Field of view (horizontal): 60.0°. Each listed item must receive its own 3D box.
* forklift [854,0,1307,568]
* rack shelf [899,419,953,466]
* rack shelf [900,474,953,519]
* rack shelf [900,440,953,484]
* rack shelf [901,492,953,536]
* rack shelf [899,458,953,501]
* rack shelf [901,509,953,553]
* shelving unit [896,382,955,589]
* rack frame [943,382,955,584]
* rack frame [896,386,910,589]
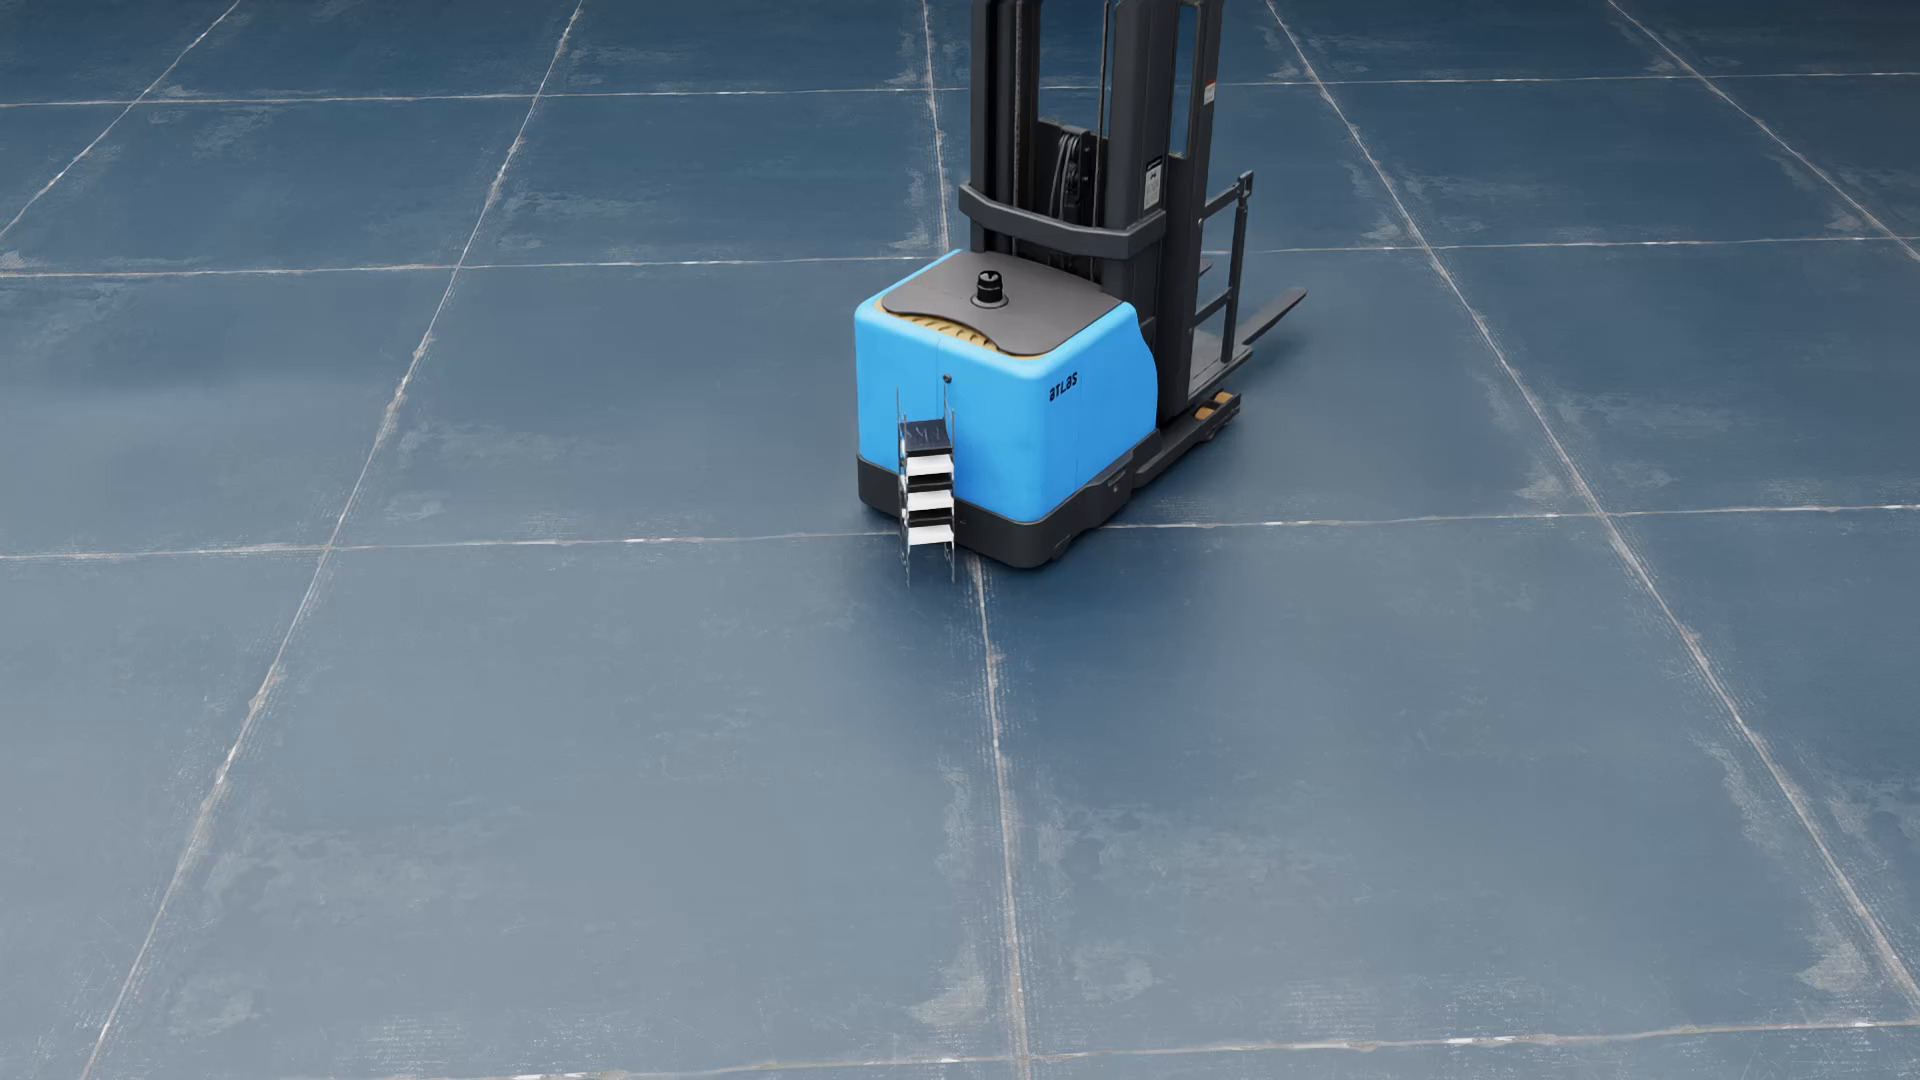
[{"bbox_3d":[0.797,-1.864,7.868,1.130,2.935,3.031,23,41,29],"label":"forklift"},{"bbox_3d":[-0.149,-0.425,7.157,0.200,0.077,0.258,-6,35,-8],"label":"rack shelf"},{"bbox_3d":[-0.149,-0.203,7.311,0.200,0.077,0.258,-6,35,-8],"label":"rack shelf"},{"bbox_3d":[-0.149,-0.351,7.208,0.200,0.077,0.258,-6,35,-8],"label":"rack shelf"},{"bbox_3d":[-0.149,-0.129,7.362,0.200,0.077,0.258,-6,35,-8],"label":"rack shelf"},{"bbox_3d":[-0.149,-0.277,7.259,0.200,0.077,0.258,-6,35,-8],"label":"rack shelf"},{"bbox_3d":[-0.149,-0.055,7.413,0.200,0.077,0.258,-6,35,-8],"label":"rack shelf"},{"bbox_3d":[-0.149,-0.230,7.292,0.210,0.900,0.258,-6,35,-8],"label":"shelving unit"},{"bbox_3d":[-0.049,-0.240,7.306,0.006,0.900,0.240,-6,35,-8],"label":"rack frame"},{"bbox_3d":[-0.249,-0.220,7.277,0.006,0.900,0.240,-6,35,-8],"label":"rack frame"}]
